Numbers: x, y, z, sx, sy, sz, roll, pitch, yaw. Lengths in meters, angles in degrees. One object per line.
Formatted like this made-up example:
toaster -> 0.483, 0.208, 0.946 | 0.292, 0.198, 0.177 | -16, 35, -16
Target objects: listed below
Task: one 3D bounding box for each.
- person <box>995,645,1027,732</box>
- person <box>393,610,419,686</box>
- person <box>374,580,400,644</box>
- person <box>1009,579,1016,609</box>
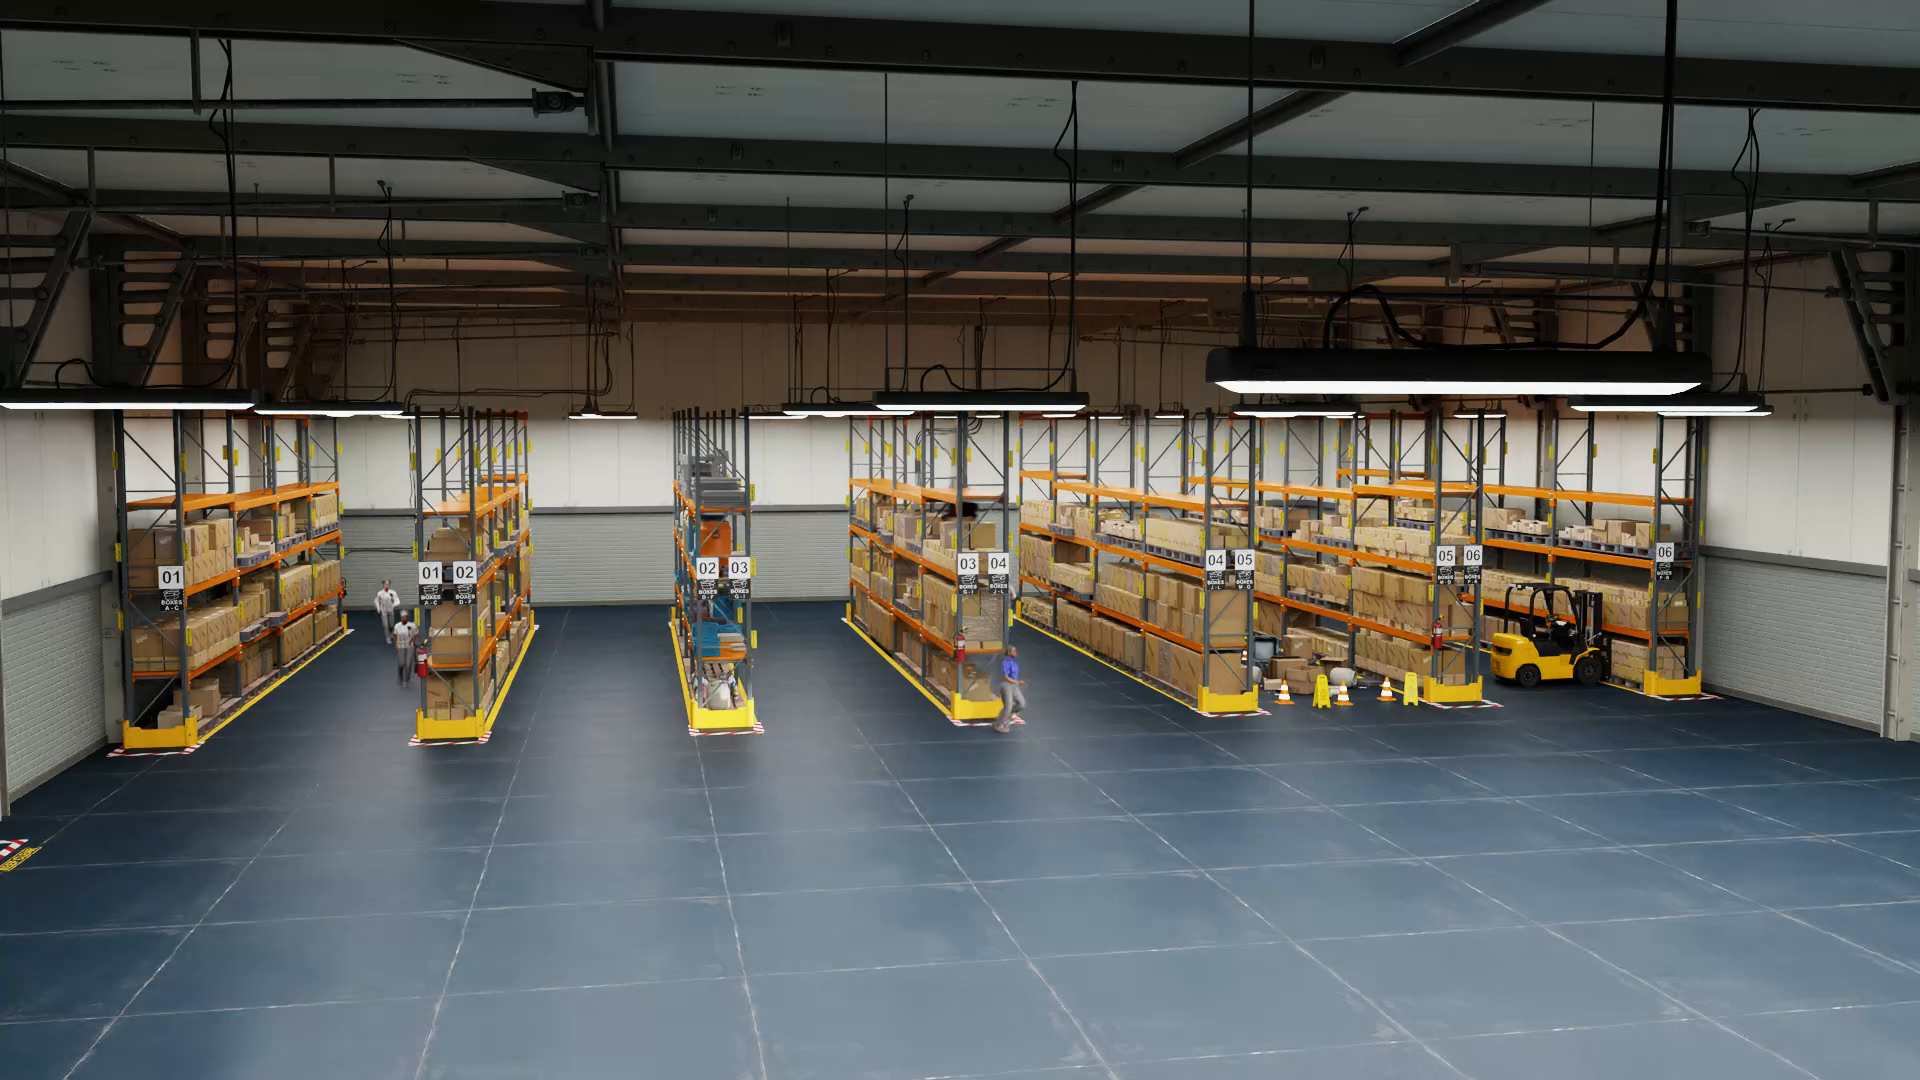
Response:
person -> 0.957, 2.733, 30.652 | 0.664, 1.610, 0.551 | 2, 5, 27
person -> -11.950, 2.339, 35.855 | 0.561, 1.667, 0.573 | -1, 4, -14
person -> -14.789, 1.840, 42.938 | 0.613, 1.659, 0.678 | -1, 4, -20
person -> 1.232, 1.770, 44.433 | 0.545, 1.603, 0.764 | -1, 4, -8
